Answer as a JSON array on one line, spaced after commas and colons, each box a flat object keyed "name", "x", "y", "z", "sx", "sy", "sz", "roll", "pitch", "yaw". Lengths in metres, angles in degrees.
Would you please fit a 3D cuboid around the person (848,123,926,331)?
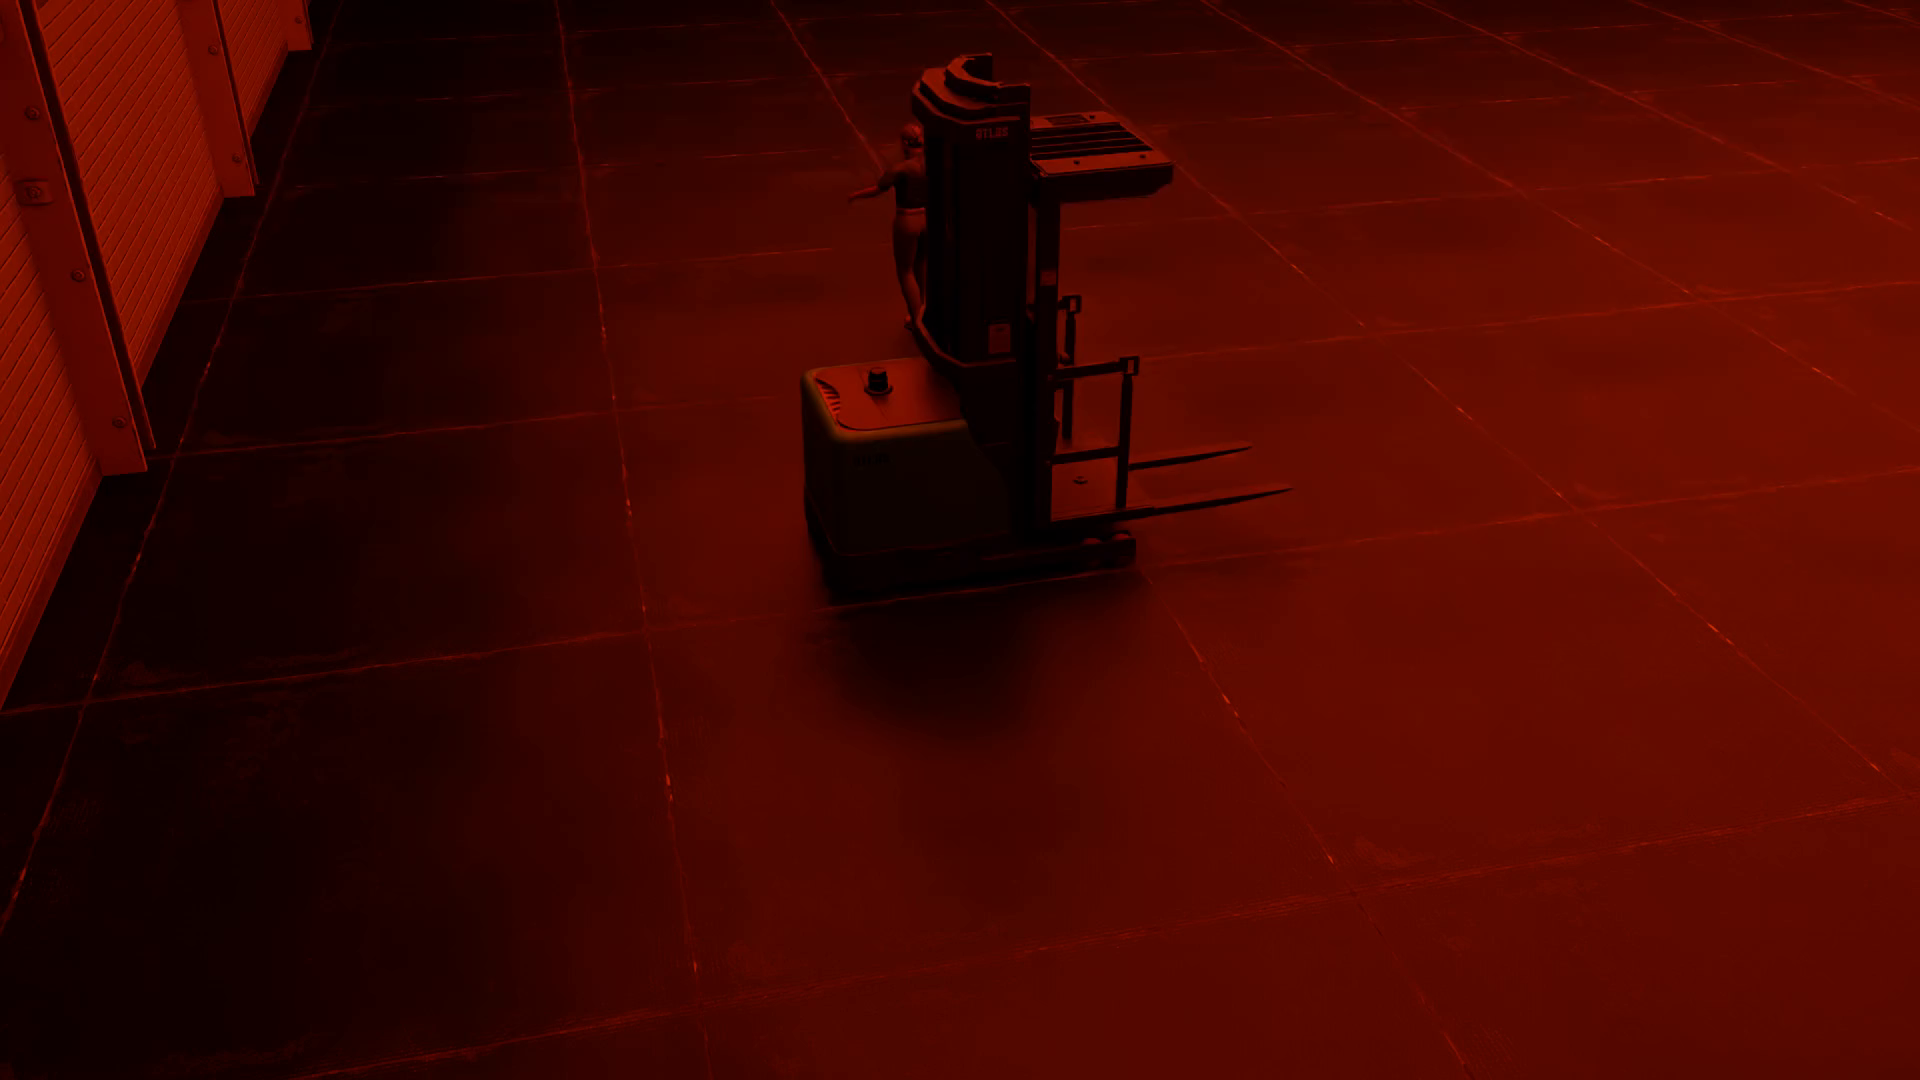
[{"name": "person", "x": -0.361, "y": -2.520, "z": 13.262, "sx": 0.912, "sy": 1.653, "sz": 0.688, "roll": -15, "pitch": 33, "yaw": -24}]

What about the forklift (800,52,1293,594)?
[{"name": "forklift", "x": 0.585, "y": -1.359, "z": 9.921, "sx": 3.031, "sy": 2.935, "sz": 1.130, "roll": -8, "pitch": 31, "yaw": -14}]
